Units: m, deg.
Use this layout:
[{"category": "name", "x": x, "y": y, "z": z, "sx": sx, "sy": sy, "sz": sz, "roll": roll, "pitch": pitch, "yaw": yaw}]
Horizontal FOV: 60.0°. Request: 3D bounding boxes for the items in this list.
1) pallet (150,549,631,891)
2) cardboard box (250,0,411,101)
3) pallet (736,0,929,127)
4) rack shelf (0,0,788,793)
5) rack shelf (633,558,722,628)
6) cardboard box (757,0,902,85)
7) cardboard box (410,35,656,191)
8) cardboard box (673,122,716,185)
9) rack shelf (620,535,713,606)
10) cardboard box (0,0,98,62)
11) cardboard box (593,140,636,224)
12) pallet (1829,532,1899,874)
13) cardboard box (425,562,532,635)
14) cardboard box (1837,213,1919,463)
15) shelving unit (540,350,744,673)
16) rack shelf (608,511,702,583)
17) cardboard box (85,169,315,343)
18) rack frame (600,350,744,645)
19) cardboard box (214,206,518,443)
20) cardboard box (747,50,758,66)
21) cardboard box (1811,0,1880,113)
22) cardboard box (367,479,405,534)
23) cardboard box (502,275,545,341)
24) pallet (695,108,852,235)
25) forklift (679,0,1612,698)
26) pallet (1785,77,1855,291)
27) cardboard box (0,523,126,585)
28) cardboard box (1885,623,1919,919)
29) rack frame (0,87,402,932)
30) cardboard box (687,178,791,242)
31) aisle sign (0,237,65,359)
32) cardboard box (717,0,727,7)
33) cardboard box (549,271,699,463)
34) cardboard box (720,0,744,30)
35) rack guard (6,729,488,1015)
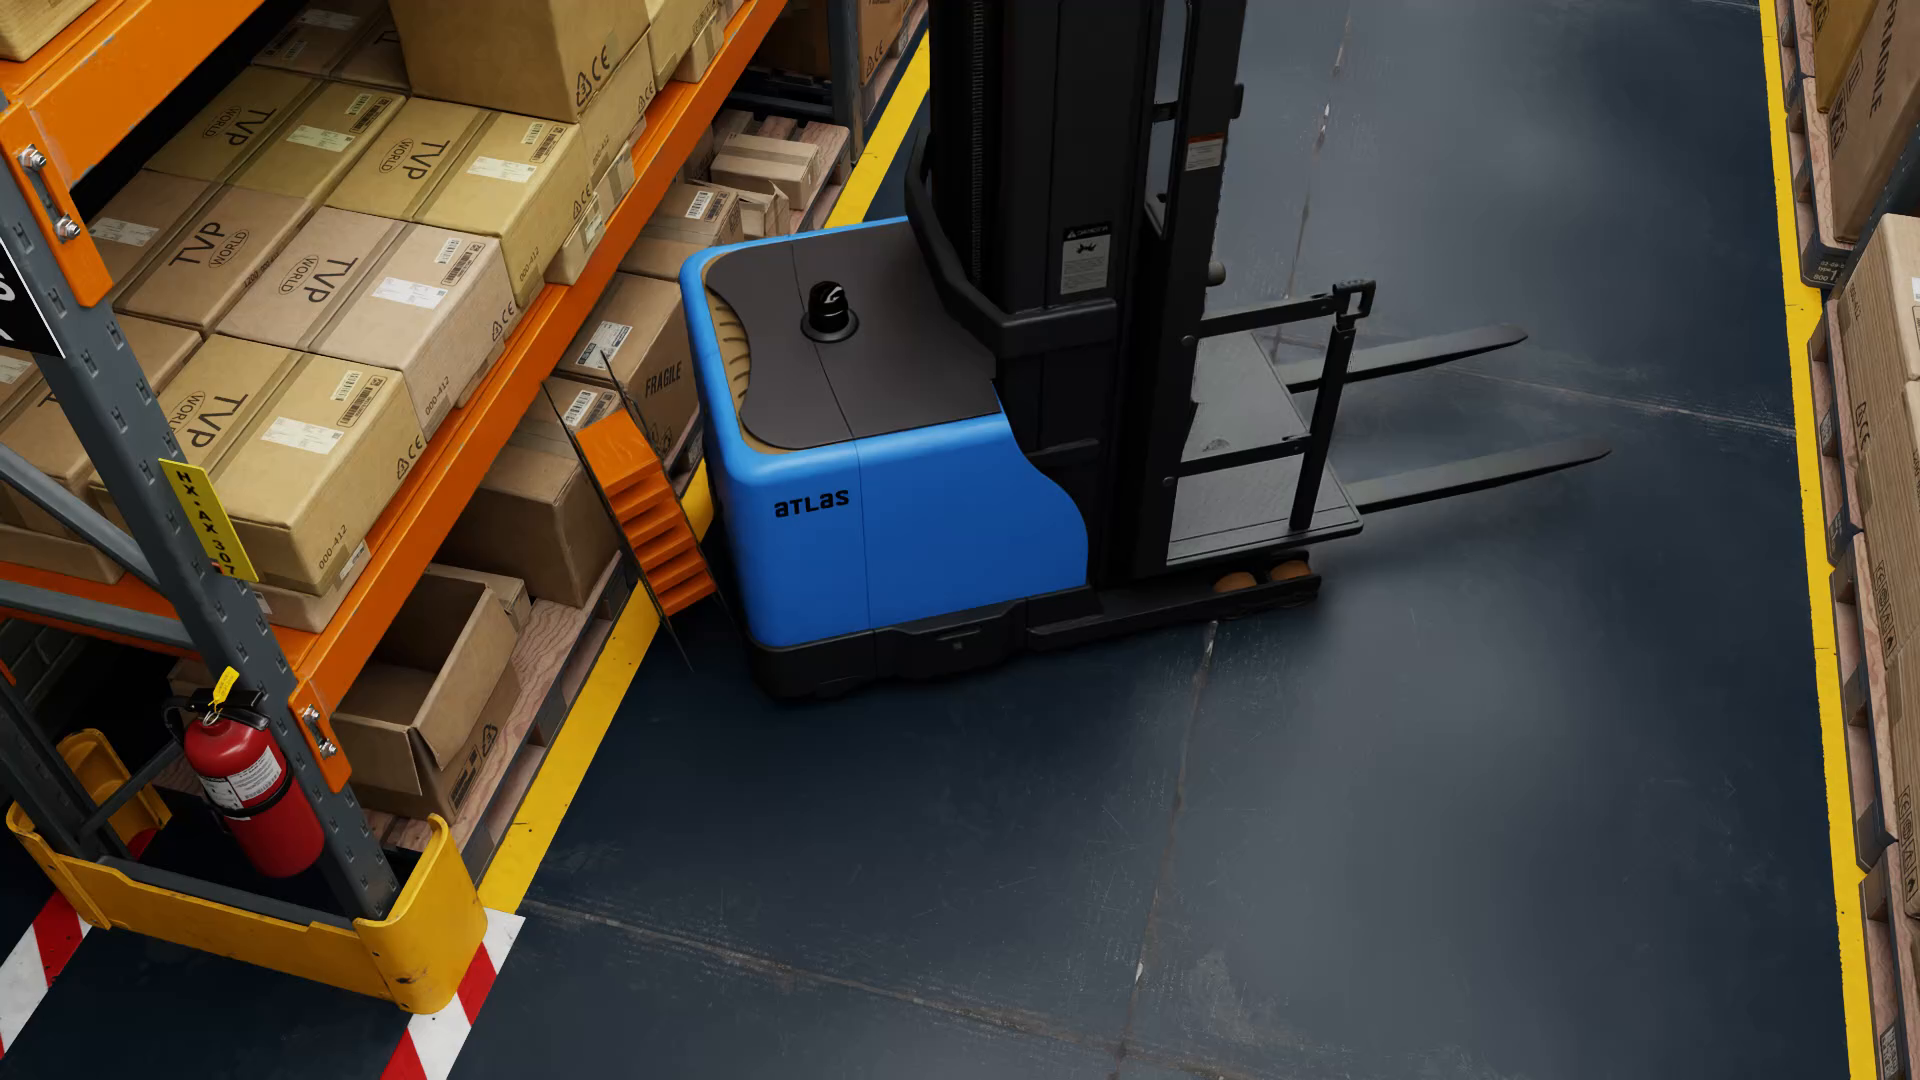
[{"category": "pallet", "x": -1.741, "y": 0.437, "z": 5.224, "sx": 1.003, "sy": 0.211, "sz": 1.213, "roll": 12, "pitch": 50, "yaw": 10}, {"category": "cardboard box", "x": -1.695, "y": -1.396, "z": 4.883, "sx": 0.500, "sy": 0.250, "sz": 0.500, "roll": 11, "pitch": 50, "yaw": 10}, {"category": "pallet", "x": -0.739, "y": -2.421, "z": 7.746, "sx": 1.003, "sy": 0.211, "sz": 1.213, "roll": 12, "pitch": 50, "yaw": 10}, {"category": "rack shelf", "x": -1.443, "y": -1.063, "z": 5.167, "sx": 1.077, "sy": 0.370, "sz": 4.000, "roll": 12, "pitch": 50, "yaw": 10}, {"category": "rack shelf", "x": -0.888, "y": 0.120, "z": 5.208, "sx": 0.180, "sy": 0.103, "sz": 0.258, "roll": -30, "pitch": 54, "yaw": -12}, {"category": "cardboard box", "x": -0.572, "y": -2.365, "z": 7.224, "sx": 0.500, "sy": 0.500, "sz": 0.500, "roll": 14, "pitch": 50, "yaw": 12}, {"category": "cardboard box", "x": -1.213, "y": -1.284, "z": 4.784, "sx": 0.500, "sy": 0.250, "sz": 0.500, "roll": 10, "pitch": 49, "yaw": 9}, {"category": "cardboard box", "x": -1.319, "y": -1.566, "z": 6.644, "sx": 0.500, "sy": 0.311, "sz": 0.500, "roll": 13, "pitch": 50, "yaw": 11}, {"category": "rack shelf", "x": -0.905, "y": 0.049, "z": 5.113, "sx": 0.180, "sy": 0.103, "sz": 0.258, "roll": -30, "pitch": 54, "yaw": -12}, {"category": "cardboard box", "x": -1.661, "y": -0.948, "z": 2.753, "sx": 0.380, "sy": 0.149, "sz": 0.250, "roll": 13, "pitch": 50, "yaw": 11}, {"category": "cardboard box", "x": -1.182, "y": -1.071, "z": 4.862, "sx": 0.380, "sy": 0.149, "sz": 0.250, "roll": 13, "pitch": 50, "yaw": 11}, {"category": "pallet", "x": 3.278, "y": 0.572, "z": 5.105, "sx": 1.003, "sy": 0.211, "sz": 1.213, "roll": 12, "pitch": 50, "yaw": 10}, {"category": "cardboard box", "x": -1.568, "y": 0.227, "z": 5.171, "sx": 0.380, "sy": 0.149, "sz": 0.250, "roll": 10, "pitch": 49, "yaw": 9}, {"category": "cardboard box", "x": 3.604, "y": -0.629, "z": 5.733, "sx": 0.875, "sy": 0.438, "sz": 0.875, "roll": 11, "pitch": 49, "yaw": 9}, {"category": "shelving unit", "x": -0.927, "y": -0.049, "z": 4.982, "sx": 0.189, "sy": 1.200, "sz": 0.258, "roll": -30, "pitch": 54, "yaw": -12}, {"category": "rack shelf", "x": -0.921, "y": -0.023, "z": 5.017, "sx": 0.180, "sy": 0.103, "sz": 0.258, "roll": -30, "pitch": 54, "yaw": -12}, {"category": "cardboard box", "x": -1.968, "y": -0.661, "z": 4.234, "sx": 0.500, "sy": 0.250, "sz": 0.500, "roll": 12, "pitch": 50, "yaw": 10}, {"category": "rack frame", "x": -0.850, "y": -0.093, "z": 5.001, "sx": 0.006, "sy": 1.200, "sz": 0.240, "roll": -30, "pitch": 54, "yaw": -12}, {"category": "cardboard box", "x": -1.458, "y": -0.543, "z": 4.130, "sx": 0.500, "sy": 0.250, "sz": 0.500, "roll": 12, "pitch": 50, "yaw": 10}, {"category": "cardboard box", "x": -1.073, "y": -2.473, "z": 7.319, "sx": 0.500, "sy": 0.500, "sz": 0.500, "roll": 11, "pitch": 50, "yaw": 10}, {"category": "cardboard box", "x": 4.189, "y": -2.326, "z": 6.939, "sx": 0.875, "sy": 0.875, "sz": 0.875, "roll": 13, "pitch": 50, "yaw": 11}, {"category": "cardboard box", "x": -1.596, "y": -0.148, "z": 4.047, "sx": 0.380, "sy": 0.149, "sz": 0.250, "roll": 13, "pitch": 50, "yaw": 11}, {"category": "cardboard box", "x": -1.370, "y": -0.709, "z": 4.542, "sx": 0.380, "sy": 0.149, "sz": 0.250, "roll": 12, "pitch": 50, "yaw": 11}, {"category": "pallet", "x": -1.098, "y": -1.328, "z": 6.782, "sx": 1.003, "sy": 0.211, "sz": 1.213, "roll": 12, "pitch": 50, "yaw": 10}, {"category": "forklift", "x": 0.699, "y": -1.081, "z": 4.749, "sx": 3.031, "sy": 2.935, "sz": 1.130, "roll": -11, "pitch": 50, "yaw": -10}, {"category": "pallet", "x": 4.003, "y": -1.421, "z": 6.863, "sx": 1.003, "sy": 0.211, "sz": 1.213, "roll": 12, "pitch": 50, "yaw": 10}, {"category": "cardboard box", "x": -2.141, "y": -0.064, "z": 3.973, "sx": 0.380, "sy": 0.149, "sz": 0.250, "roll": 11, "pitch": 50, "yaw": 10}, {"category": "cardboard box", "x": 3.130, "y": 0.671, "z": 4.586, "sx": 0.875, "sy": 0.438, "sz": 0.875, "roll": 13, "pitch": 50, "yaw": 11}, {"category": "rack frame", "x": -1.969, "y": 0.146, "z": 3.621, "sx": 1.000, "sy": 3.000, "sz": 0.127, "roll": 12, "pitch": 50, "yaw": 10}, {"category": "cardboard box", "x": -0.874, "y": -1.263, "z": 6.407, "sx": 0.396, "sy": 0.266, "sz": 0.258, "roll": 13, "pitch": 50, "yaw": 11}, {"category": "aisle sign", "x": -1.704, "y": -0.607, "z": 2.551, "sx": 0.394, "sy": 0.787, "sz": 0.004, "roll": 12, "pitch": 50, "yaw": 10}, {"category": "cardboard box", "x": -0.933, "y": -2.015, "z": 5.429, "sx": 0.500, "sy": 0.250, "sz": 0.500, "roll": 12, "pitch": 50, "yaw": 10}, {"category": "cardboard box", "x": -1.219, "y": -0.563, "z": 5.633, "sx": 0.500, "sy": 0.500, "sz": 0.500, "roll": 12, "pitch": 50, "yaw": 11}, {"category": "cardboard box", "x": -0.945, "y": -1.814, "z": 5.518, "sx": 0.380, "sy": 0.149, "sz": 0.250, "roll": 13, "pitch": 50, "yaw": 11}, {"category": "rack guard", "x": -1.949, "y": 0.918, "z": 4.606, "sx": 1.175, "sy": 0.500, "sz": 0.348, "roll": 12, "pitch": 50, "yaw": 10}]
